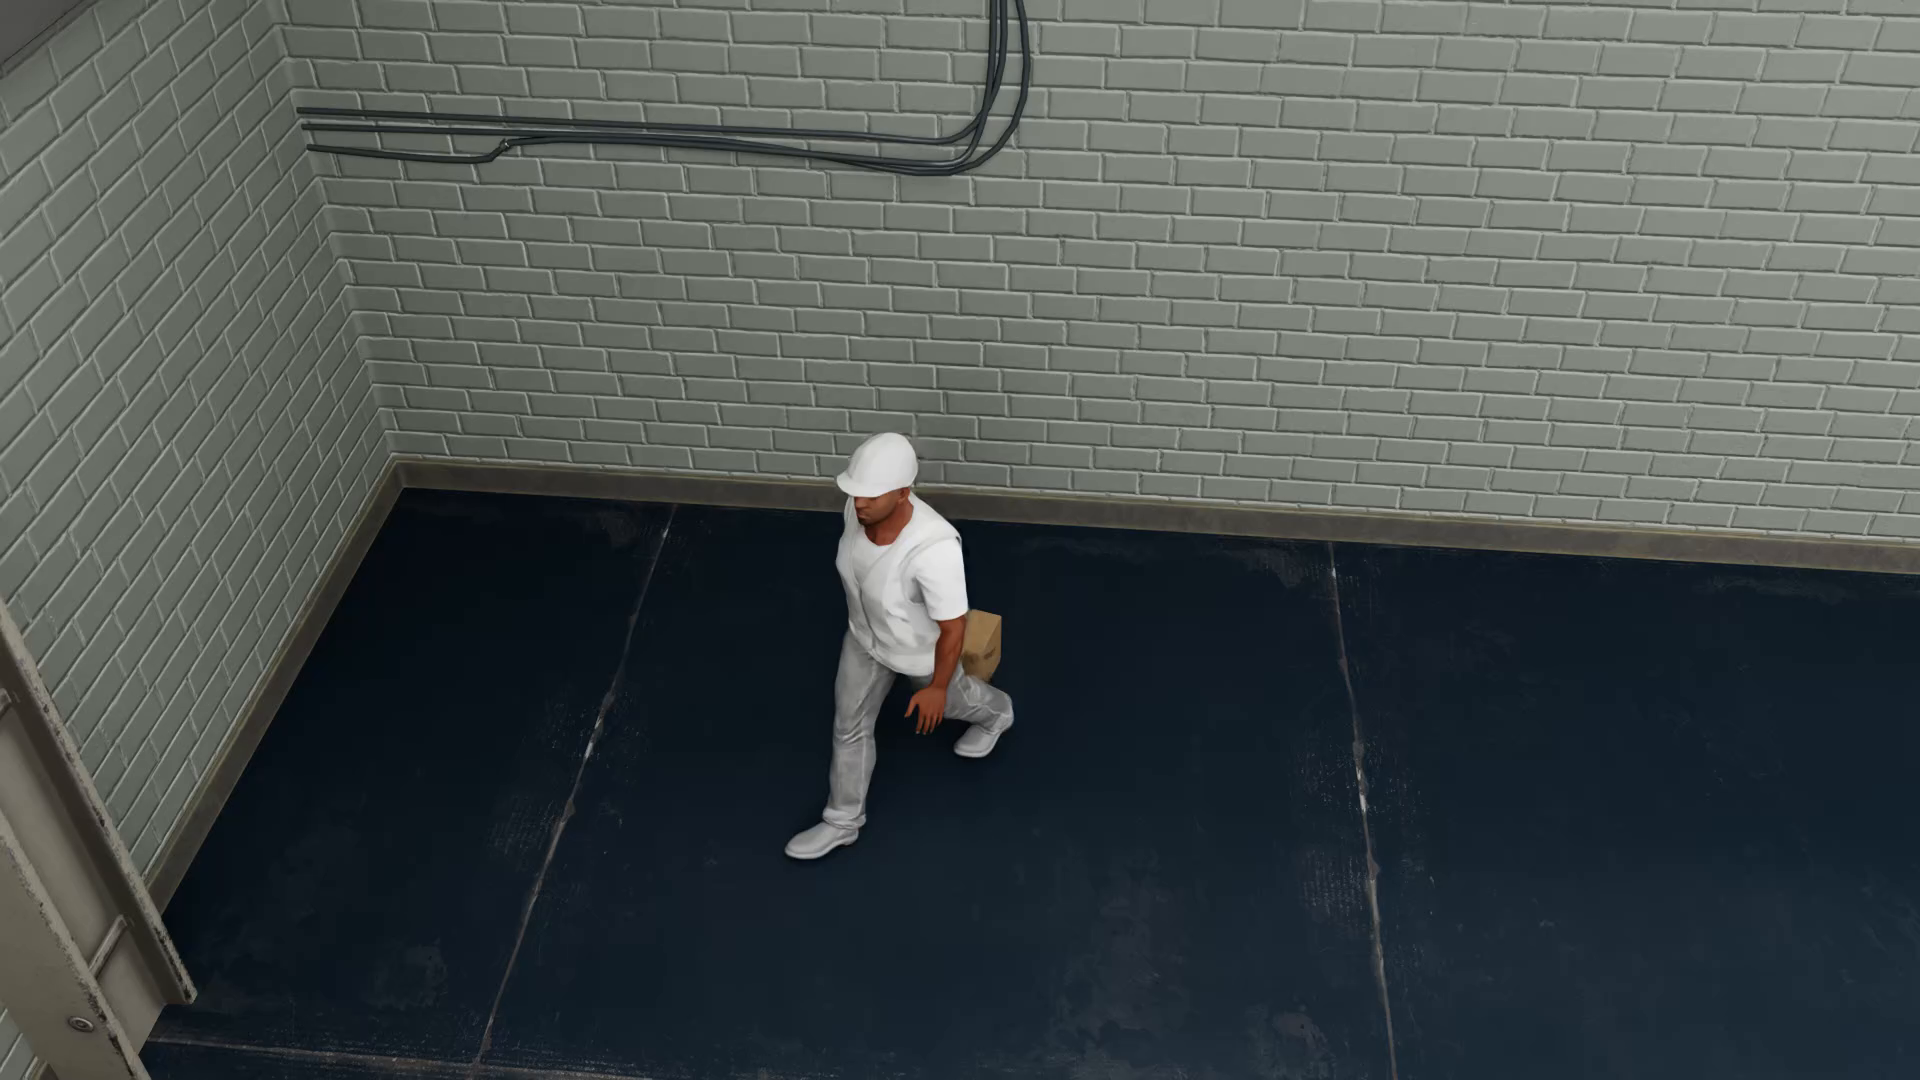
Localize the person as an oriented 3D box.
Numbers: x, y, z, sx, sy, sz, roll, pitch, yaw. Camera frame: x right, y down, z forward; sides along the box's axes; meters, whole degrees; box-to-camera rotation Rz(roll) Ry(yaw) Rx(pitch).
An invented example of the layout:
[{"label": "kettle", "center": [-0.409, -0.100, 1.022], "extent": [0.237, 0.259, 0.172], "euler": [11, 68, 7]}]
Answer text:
[{"label": "person", "center": [-0.186, 0.334, 5.755], "extent": [0.599, 1.720, 1.064], "euler": [30, 48, 31]}]
